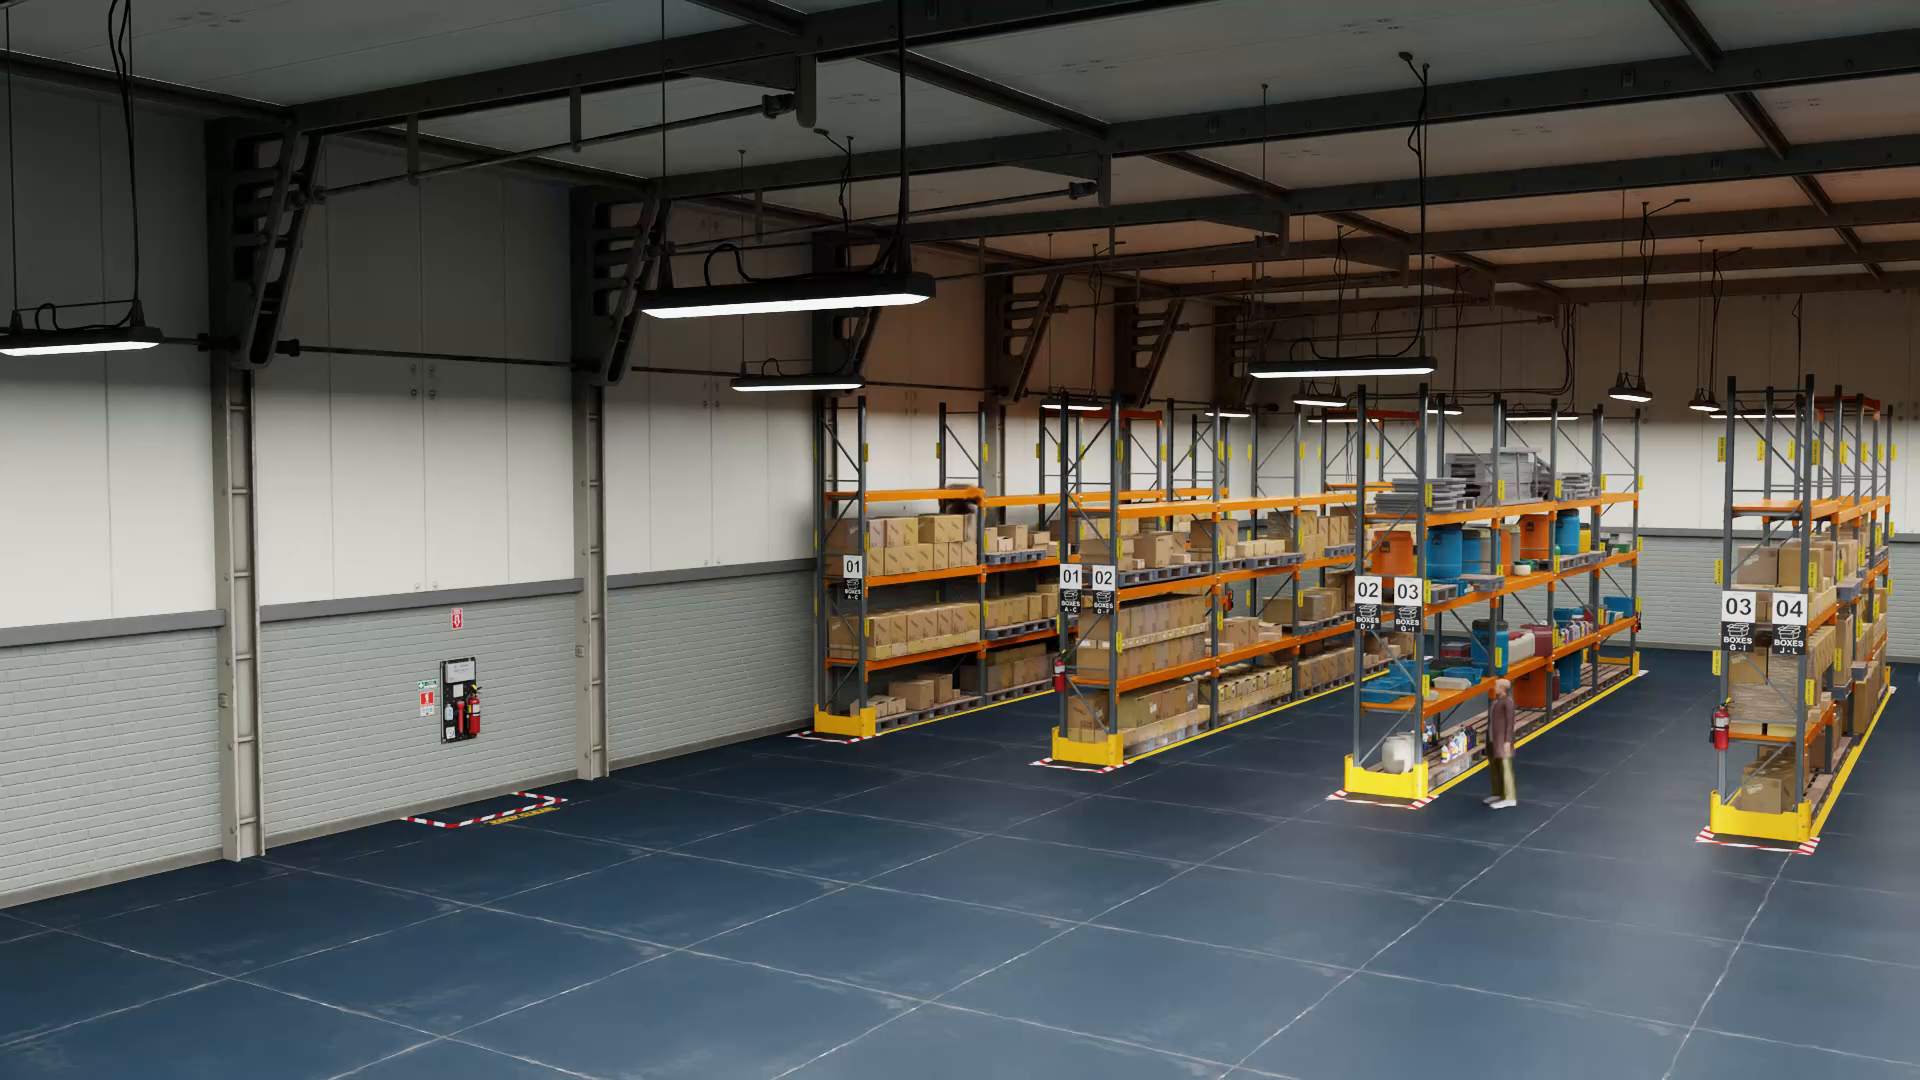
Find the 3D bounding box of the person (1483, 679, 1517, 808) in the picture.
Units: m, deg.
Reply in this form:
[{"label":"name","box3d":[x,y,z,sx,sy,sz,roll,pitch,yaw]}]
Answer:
[{"label":"person","box3d":[7.651,2.869,23.638,0.474,1.786,0.607,-1,3,-18]}]
